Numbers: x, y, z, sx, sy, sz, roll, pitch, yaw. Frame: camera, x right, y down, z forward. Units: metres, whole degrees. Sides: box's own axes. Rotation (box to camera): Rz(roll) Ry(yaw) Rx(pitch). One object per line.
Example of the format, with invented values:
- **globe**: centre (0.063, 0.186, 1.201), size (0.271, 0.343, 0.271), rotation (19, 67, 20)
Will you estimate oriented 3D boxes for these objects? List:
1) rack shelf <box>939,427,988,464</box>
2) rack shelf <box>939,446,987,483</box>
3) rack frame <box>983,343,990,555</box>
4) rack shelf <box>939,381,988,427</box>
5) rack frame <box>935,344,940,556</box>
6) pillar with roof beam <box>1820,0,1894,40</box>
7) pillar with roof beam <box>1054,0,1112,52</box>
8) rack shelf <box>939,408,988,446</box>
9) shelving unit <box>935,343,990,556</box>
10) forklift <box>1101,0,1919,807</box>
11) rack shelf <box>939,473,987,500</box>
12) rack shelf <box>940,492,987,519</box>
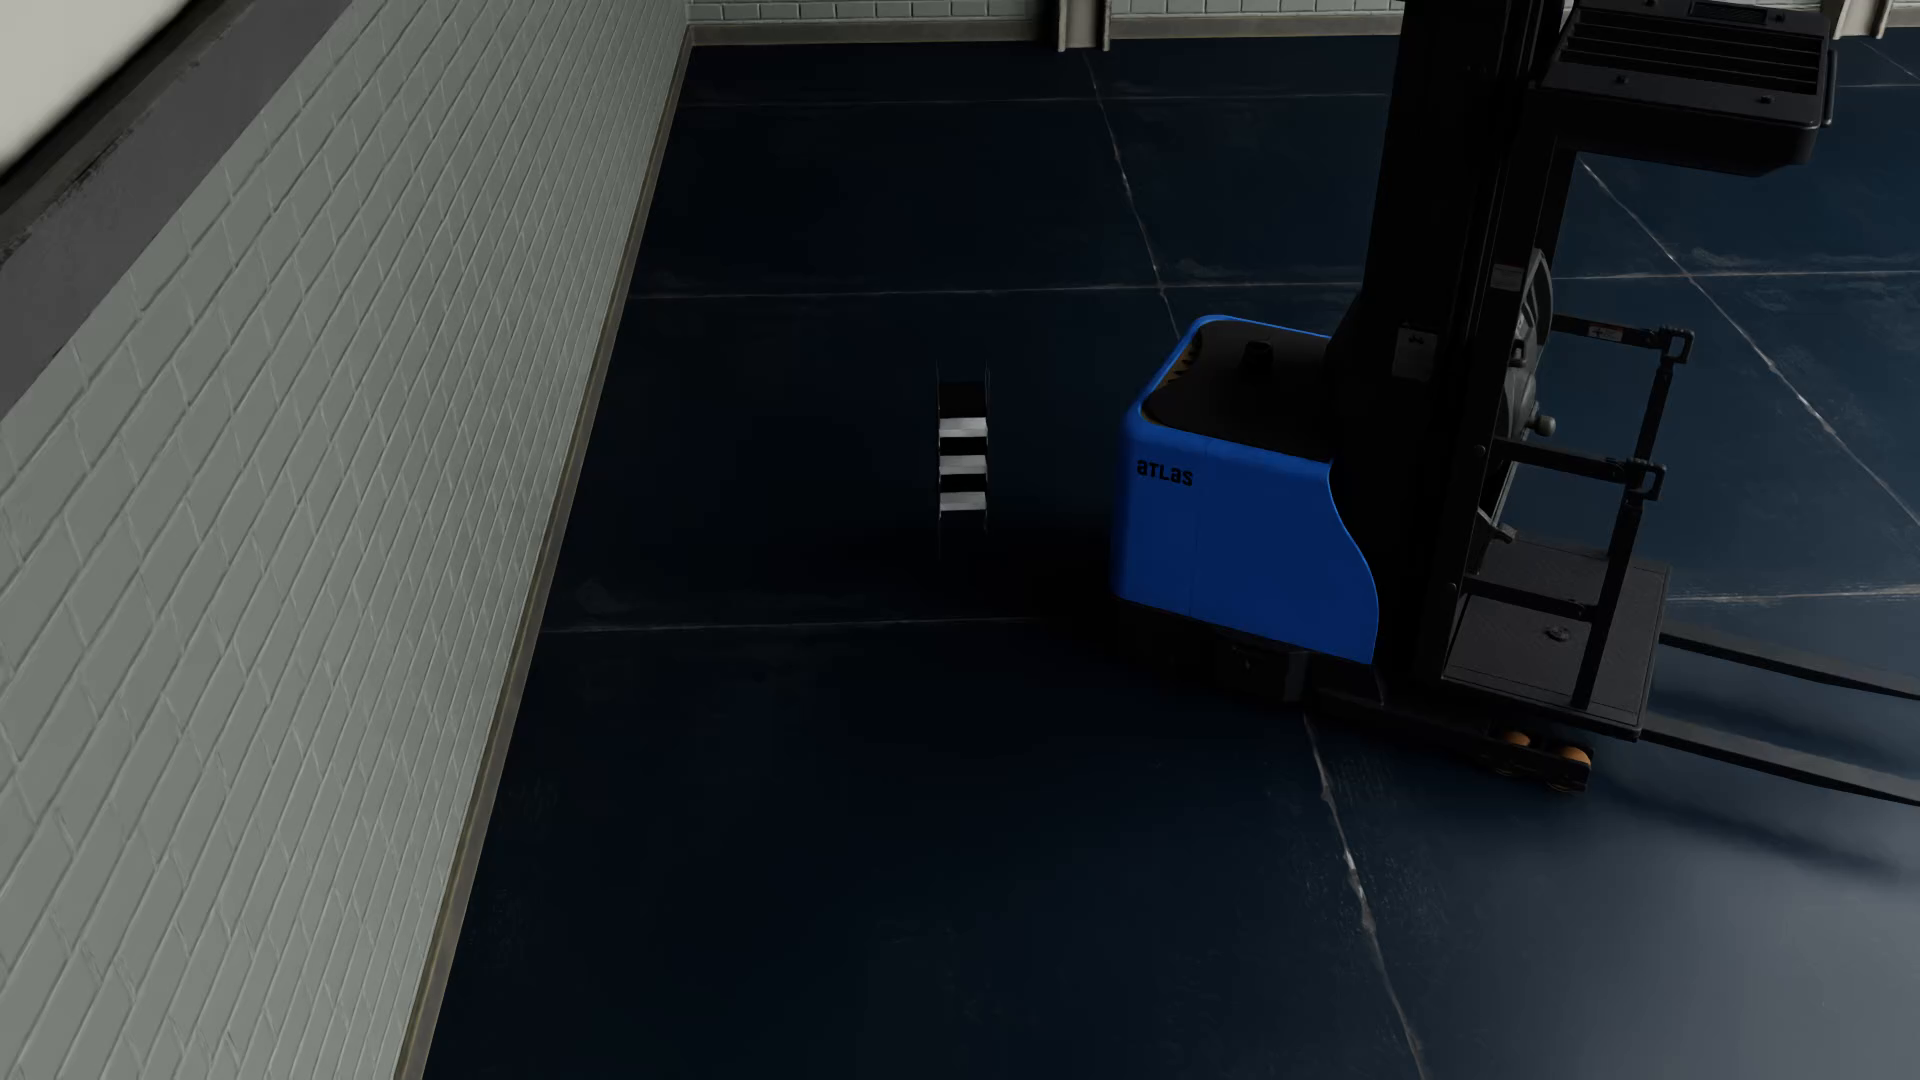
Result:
- **rack shelf**: centre (0.008, -0.417, 6.962), size (0.200, 0.077, 0.258), rotation (-2, 35, -2)
- **rack shelf**: centre (0.008, -0.343, 7.013), size (0.200, 0.077, 0.258), rotation (-2, 35, -2)
- **rack frame**: centre (0.110, -0.373, 6.998), size (0.006, 0.900, 0.240), rotation (-2, 35, -2)
- **rack shelf**: centre (0.008, -0.565, 6.860), size (0.200, 0.077, 0.258), rotation (-2, 35, -2)
- **rack frame**: centre (-0.093, -0.367, 6.990), size (0.006, 0.900, 0.240), rotation (-2, 35, -2)
- **pillar with roof beam**: centre (7.125, -5.208, 6.867), size (0.400, 9.000, 9.100), rotation (-2, 35, -2)
- **pillar with roof beam**: centre (1.131, -5.046, 6.634), size (0.400, 9.000, 9.100), rotation (-2, 35, -2)
- **rack shelf**: centre (0.008, -0.491, 6.911), size (0.200, 0.077, 0.258), rotation (-2, 35, -2)
- **shelving unit**: centre (0.008, -0.370, 6.994), size (0.210, 0.900, 0.258), rotation (-2, 35, -2)
- **forklift**: centre (2.118, -0.649, 5.613), size (3.031, 2.935, 1.130), rotation (15, 37, 20)
- **rack shelf**: centre (0.008, -0.269, 7.064), size (0.200, 0.077, 0.258), rotation (-2, 35, -2)
- **rack shelf**: centre (0.008, -0.195, 7.116), size (0.200, 0.077, 0.258), rotation (-2, 35, -2)
